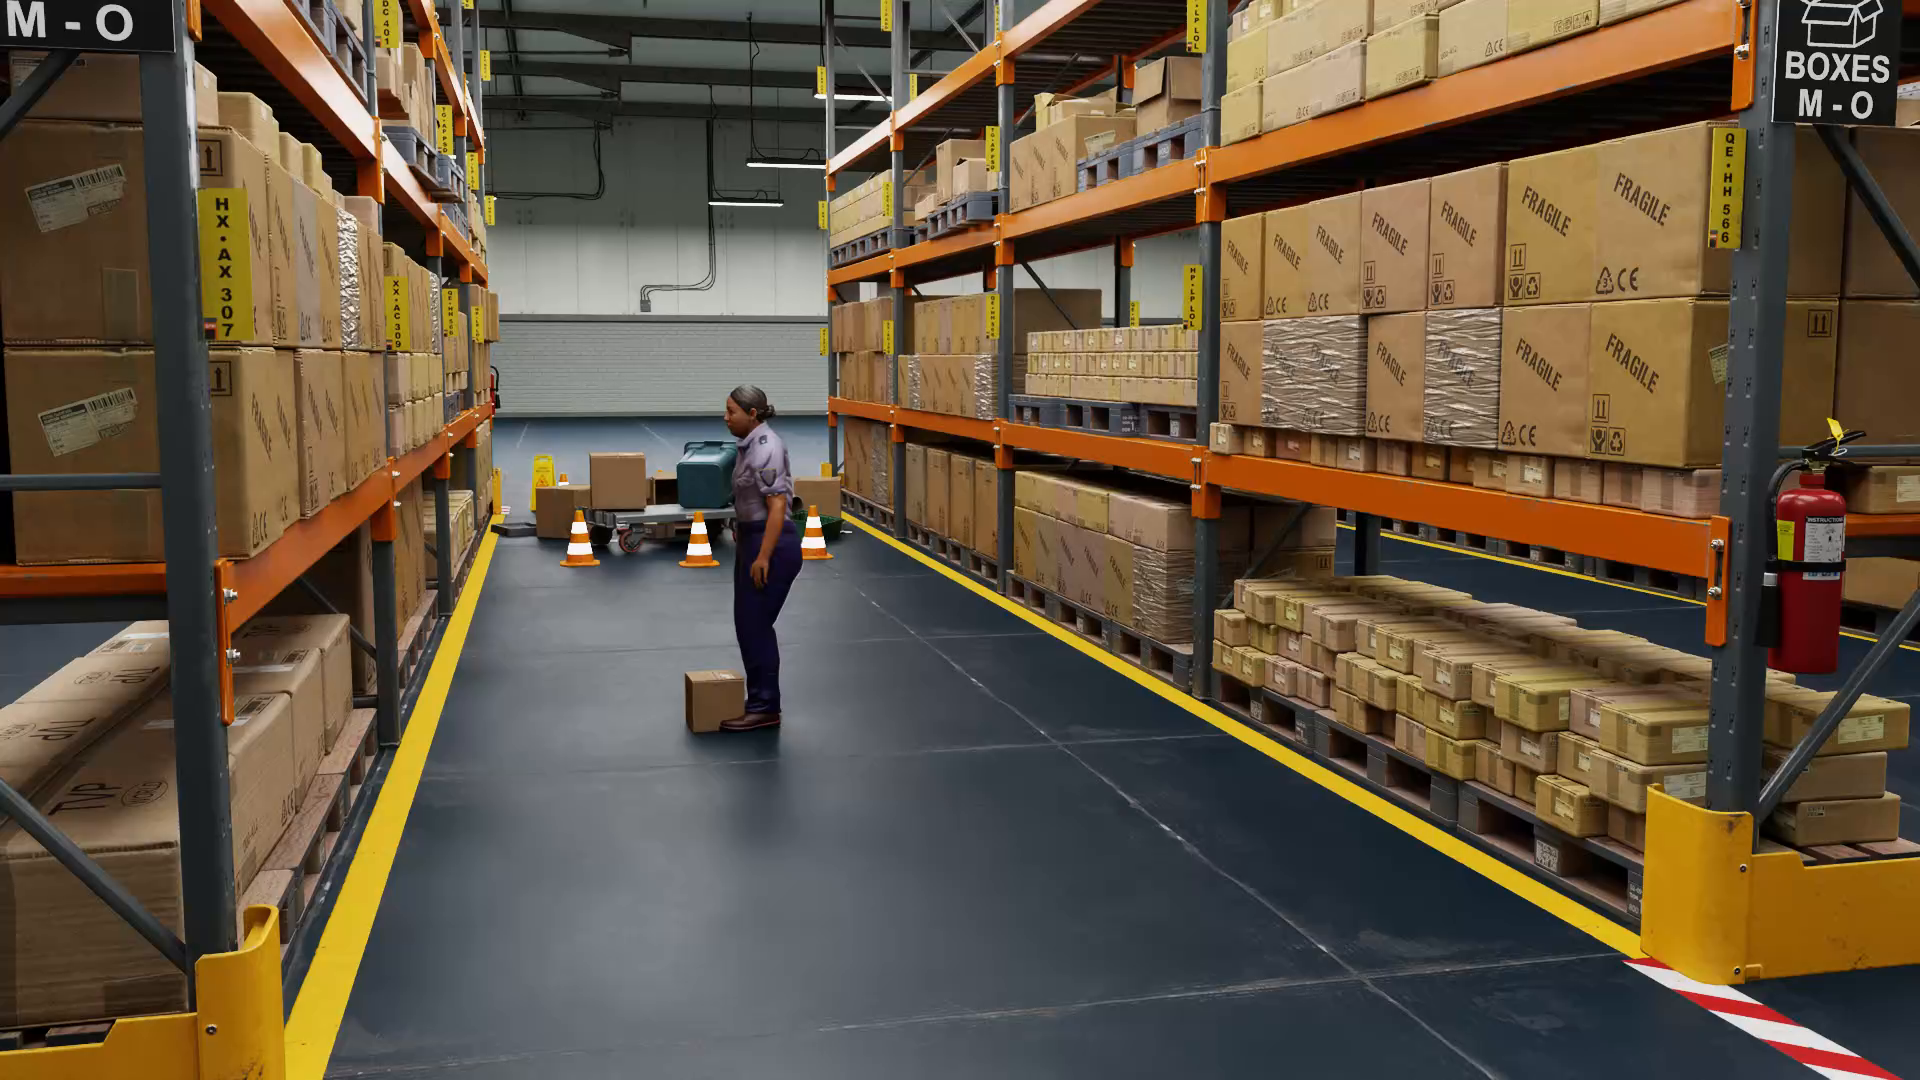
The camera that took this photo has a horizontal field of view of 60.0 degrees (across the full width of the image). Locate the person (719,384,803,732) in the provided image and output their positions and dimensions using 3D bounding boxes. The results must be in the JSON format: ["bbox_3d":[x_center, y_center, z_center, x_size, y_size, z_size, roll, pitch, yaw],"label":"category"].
[{"bbox_3d":[-0.986,0.074,8.036,0.418,1.653,0.562,-2,6,-16],"label":"person"}]
